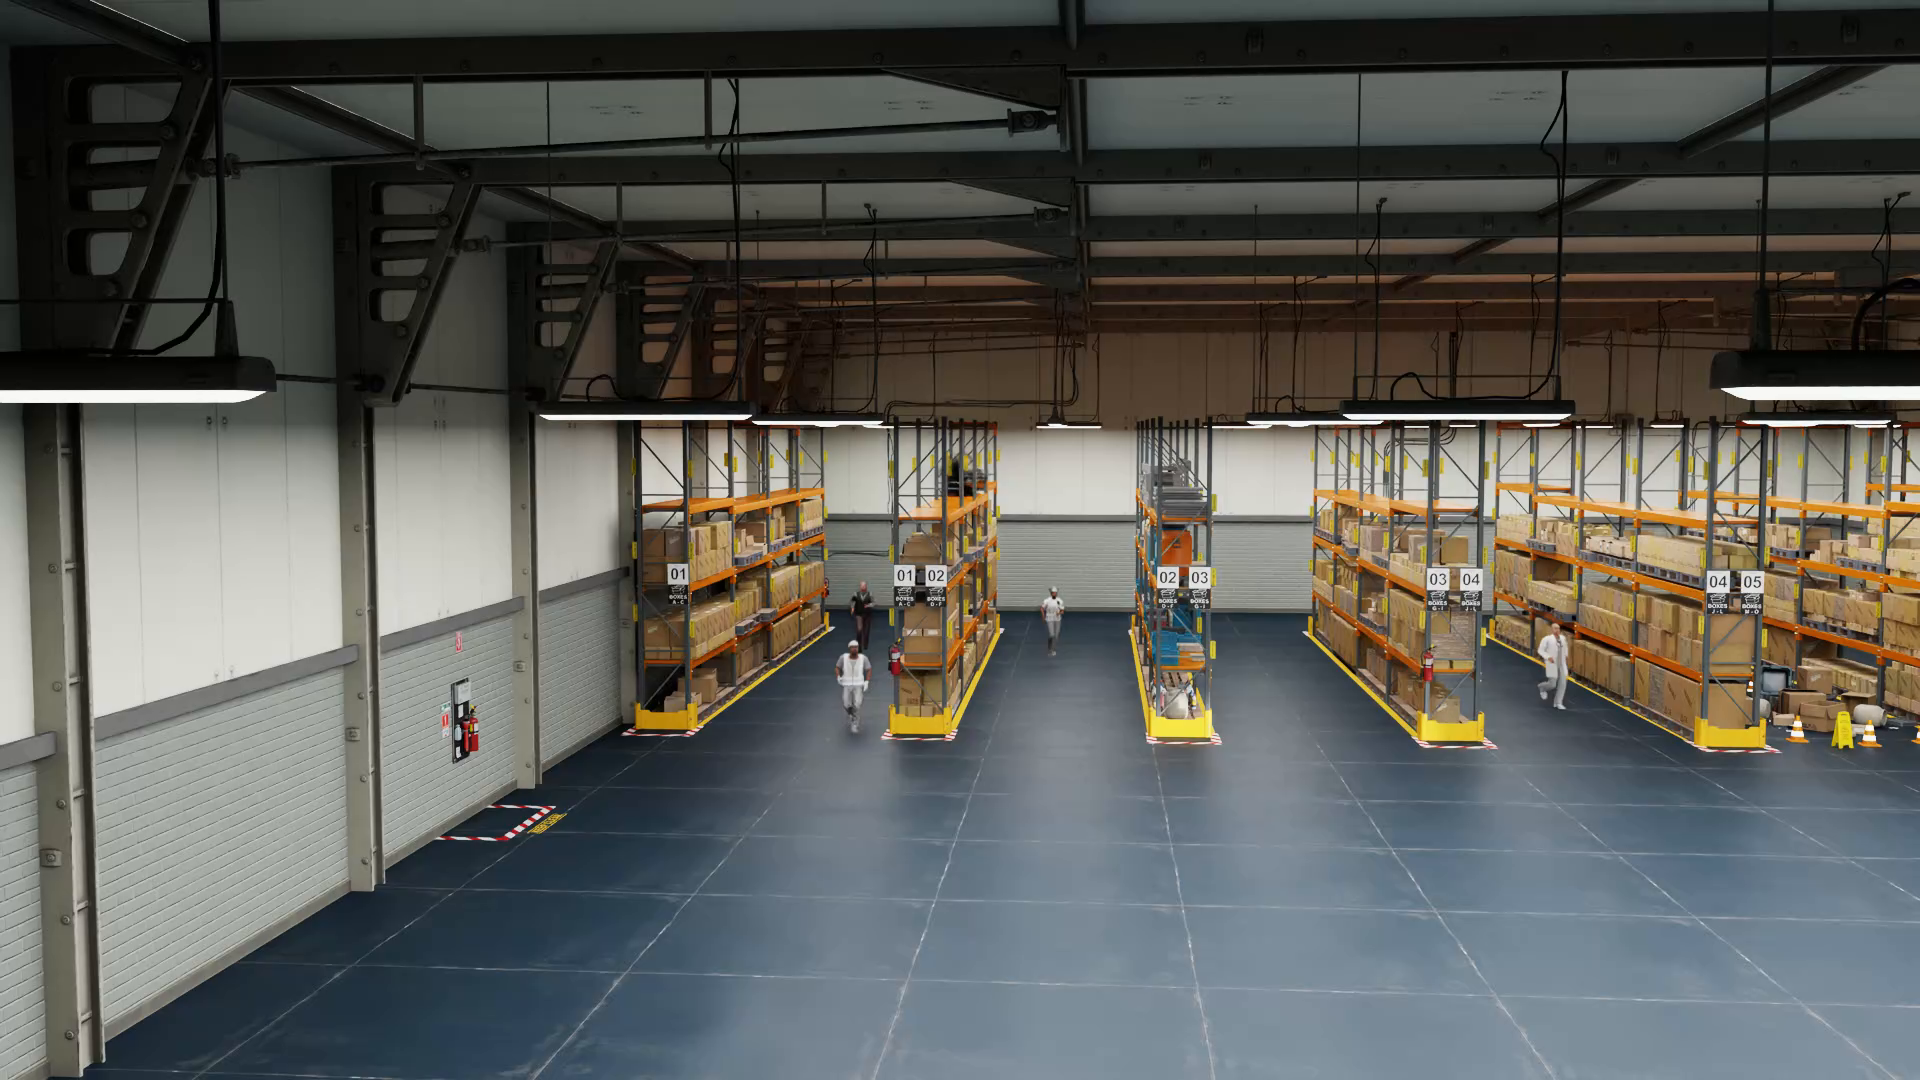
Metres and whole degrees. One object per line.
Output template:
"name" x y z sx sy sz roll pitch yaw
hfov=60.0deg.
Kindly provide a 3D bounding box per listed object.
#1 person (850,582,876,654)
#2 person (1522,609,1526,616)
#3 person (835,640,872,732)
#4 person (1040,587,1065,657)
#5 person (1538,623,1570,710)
"person" -2.389 1.929 40.916 0.627 1.805 0.707 0 4 -7
"person" 16.130 1.855 47.233 0.572 1.582 0.775 -3 5 -39
"person" -2.040 2.785 31.773 0.714 1.744 0.539 0 4 1
"person" 2.254 1.982 40.151 0.552 1.708 0.629 0 4 -7
"person" 12.333 2.602 34.467 0.709 1.752 0.869 -1 4 -9
